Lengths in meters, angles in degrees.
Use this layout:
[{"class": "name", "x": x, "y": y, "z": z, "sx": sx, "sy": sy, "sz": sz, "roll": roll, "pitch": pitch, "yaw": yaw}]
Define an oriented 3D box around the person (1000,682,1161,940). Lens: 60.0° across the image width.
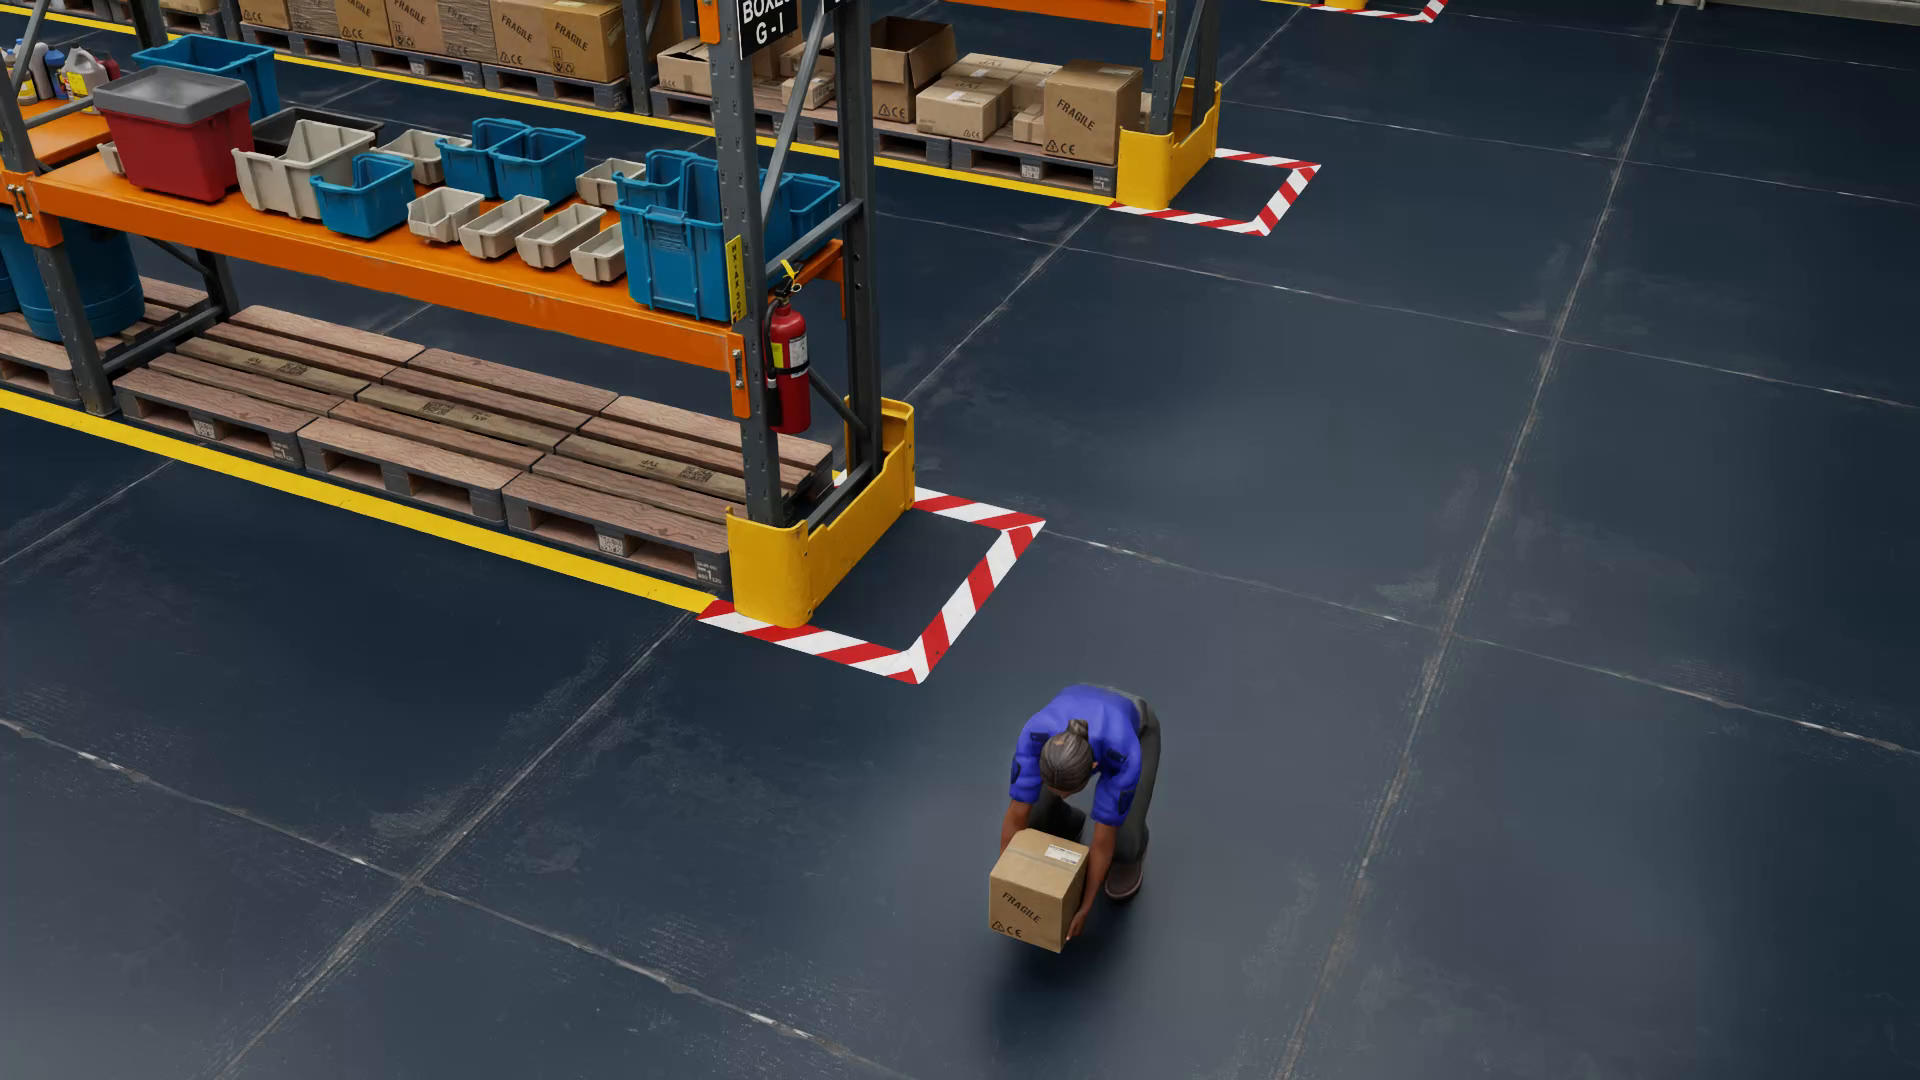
[{"class": "person", "x": 0.408, "y": 0.844, "z": 5.548, "sx": 0.462, "sy": 0.936, "sz": 0.862, "roll": 13, "pitch": 36, "yaw": 19}]
